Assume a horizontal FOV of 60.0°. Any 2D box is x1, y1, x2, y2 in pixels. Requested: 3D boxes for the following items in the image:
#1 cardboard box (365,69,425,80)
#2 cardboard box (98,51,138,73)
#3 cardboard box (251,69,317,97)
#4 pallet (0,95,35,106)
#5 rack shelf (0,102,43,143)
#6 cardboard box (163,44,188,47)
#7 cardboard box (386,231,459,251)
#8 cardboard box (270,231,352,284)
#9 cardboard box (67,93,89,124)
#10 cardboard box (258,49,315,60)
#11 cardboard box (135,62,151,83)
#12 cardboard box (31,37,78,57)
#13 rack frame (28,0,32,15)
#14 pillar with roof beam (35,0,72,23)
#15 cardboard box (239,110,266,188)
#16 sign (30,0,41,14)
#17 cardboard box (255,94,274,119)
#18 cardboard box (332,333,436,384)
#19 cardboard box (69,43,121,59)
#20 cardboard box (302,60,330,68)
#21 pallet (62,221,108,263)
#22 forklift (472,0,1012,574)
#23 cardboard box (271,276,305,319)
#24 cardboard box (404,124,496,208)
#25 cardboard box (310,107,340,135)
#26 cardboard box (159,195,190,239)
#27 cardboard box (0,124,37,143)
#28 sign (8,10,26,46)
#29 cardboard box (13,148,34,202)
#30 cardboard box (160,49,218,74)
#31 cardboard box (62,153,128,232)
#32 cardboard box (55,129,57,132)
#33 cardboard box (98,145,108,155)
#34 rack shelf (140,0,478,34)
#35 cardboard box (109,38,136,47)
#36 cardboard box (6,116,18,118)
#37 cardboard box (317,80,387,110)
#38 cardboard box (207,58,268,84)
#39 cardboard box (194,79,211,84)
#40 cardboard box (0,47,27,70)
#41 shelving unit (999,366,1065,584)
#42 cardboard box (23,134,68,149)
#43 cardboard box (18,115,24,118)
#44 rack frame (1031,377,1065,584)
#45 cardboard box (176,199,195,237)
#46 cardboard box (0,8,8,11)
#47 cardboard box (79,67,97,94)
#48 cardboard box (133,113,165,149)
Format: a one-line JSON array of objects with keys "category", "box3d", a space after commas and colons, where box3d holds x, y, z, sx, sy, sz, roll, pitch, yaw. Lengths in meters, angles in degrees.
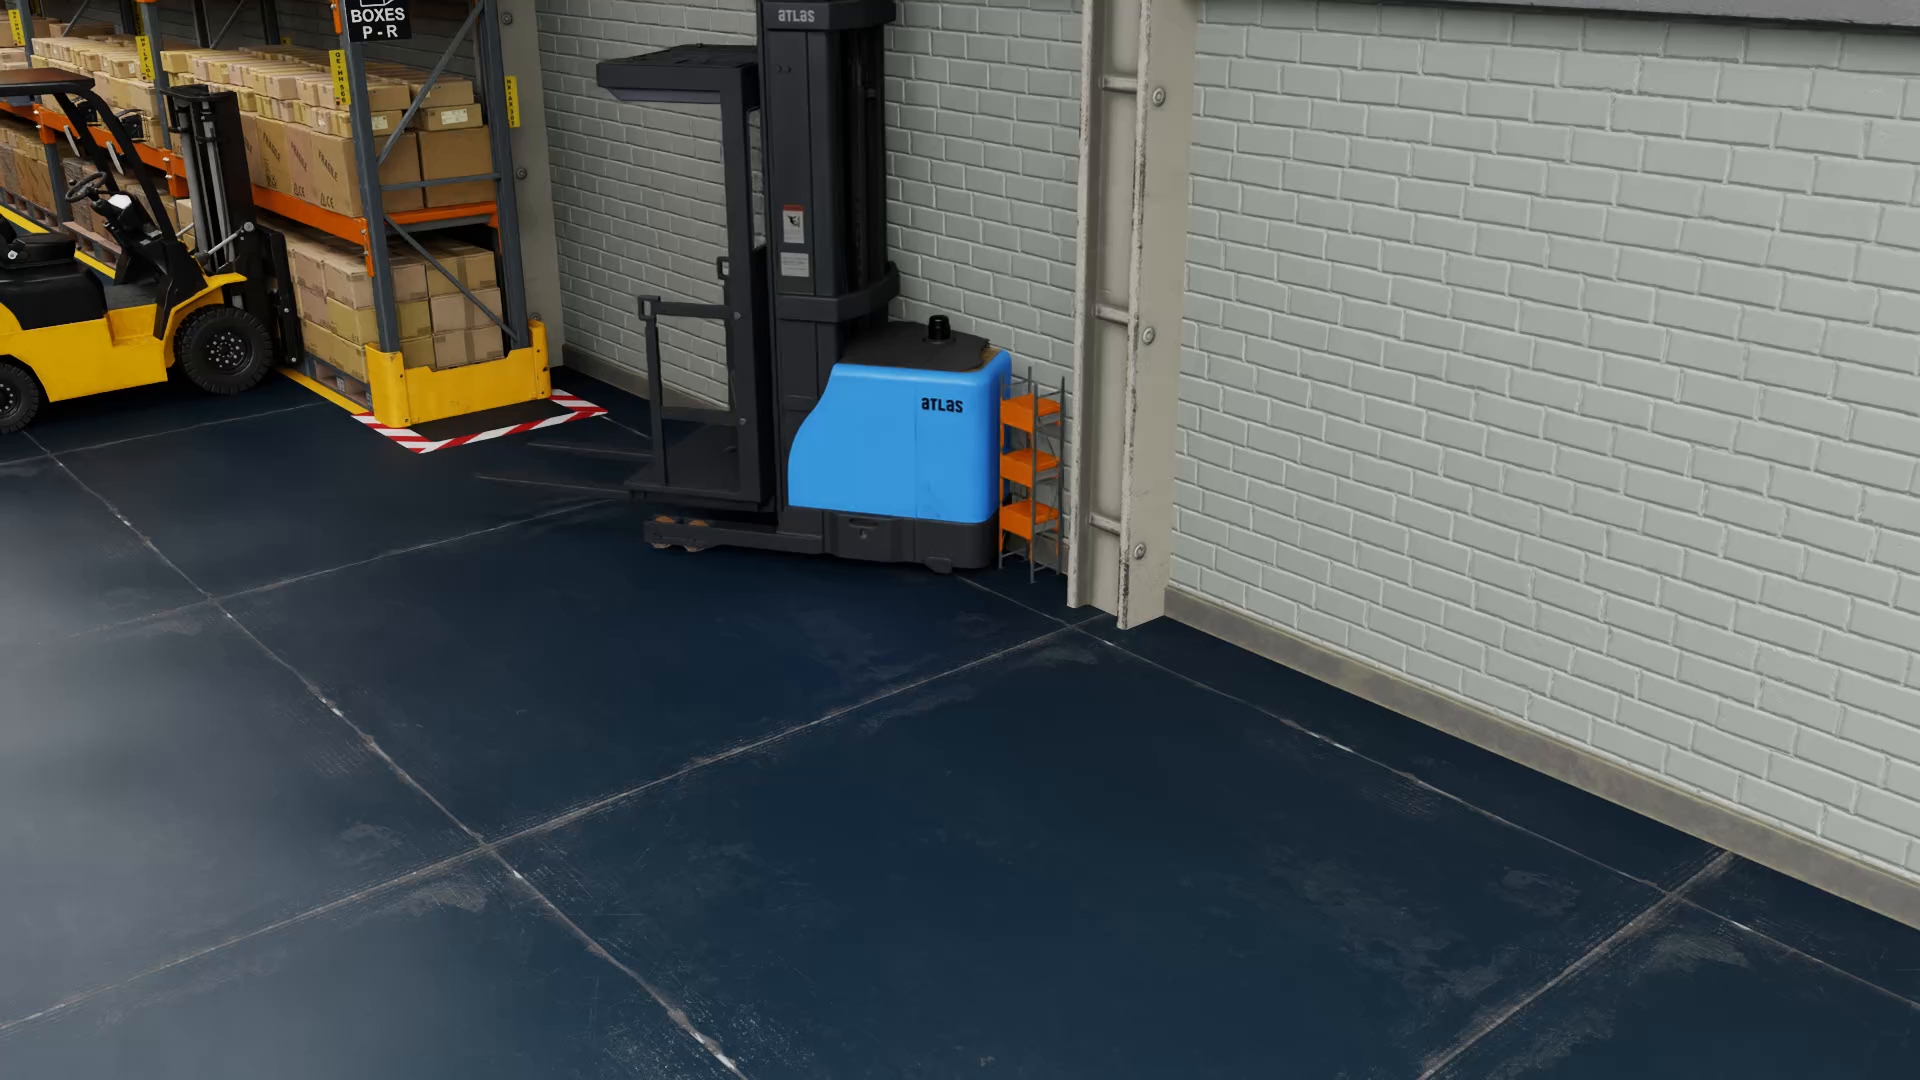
[{"category": "cardboard box", "box3d": [-3.913, -3.163, 11.513, 0.380, 0.149, 0.250, -17, 27, -37]}, {"category": "cardboard box", "box3d": [-7.236, -4.152, 14.446, 0.380, 0.149, 0.250, -17, 27, -37]}, {"category": "cardboard box", "box3d": [-4.680, -3.176, 11.544, 0.380, 0.149, 0.250, -17, 27, -36]}, {"category": "pallet", "box3d": [-9.095, -4.602, 16.885, 1.213, 0.211, 1.003, -17, 27, -37]}, {"category": "rack shelf", "box3d": [-9.905, -4.739, 17.956, 1.077, 0.370, 4.000, -17, 27, -37]}, {"category": "cardboard box", "box3d": [-7.217, -4.409, 15.100, 0.380, 0.149, 0.250, -16, 27, -36]}, {"category": "cardboard box", "box3d": [-3.877, -2.007, 11.818, 0.500, 0.250, 0.500, -17, 27, -37]}, {"category": "cardboard box", "box3d": [-4.589, -2.021, 11.855, 0.500, 0.250, 0.500, -17, 27, -37]}, {"category": "cardboard box", "box3d": [-7.829, -3.990, 15.263, 0.500, 0.250, 0.500, -19, 28, -39]}, {"category": "cardboard box", "box3d": [-5.236, -3.738, 12.980, 0.380, 0.149, 0.250, -18, 28, -38]}, {"category": "cardboard box", "box3d": [-6.562, -3.873, 13.733, 0.380, 0.149, 0.250, -18, 28, -38]}, {"category": "cardboard box", "box3d": [-8.614, -4.712, 15.874, 0.380, 0.149, 0.250, -16, 27, -36]}, {"category": "rack frame", "box3d": [-11.210, -5.626, 19.236, 1.000, 3.000, 0.127, -17, 27, -37]}, {"category": "pillar with roof beam", "box3d": [-14.243, -7.802, 16.564, 9.100, 9.000, 0.400, -17, 27, -37]}, {"category": "cardboard box", "box3d": [-4.900, -2.854, 12.021, 0.500, 0.500, 0.500, -17, 27, -37]}, {"category": "sign", "box3d": [-10.792, -6.299, 19.365, 0.100, 0.325, 0.005, -17, 27, -37]}, {"category": "cardboard box", "box3d": [-4.672, -3.037, 11.599, 0.380, 0.149, 0.250, -17, 27, -37]}, {"category": "cardboard box", "box3d": [-3.923, -1.281, 11.335, 0.500, 0.250, 0.500, -17, 27, -37]}, {"category": "cardboard box", "box3d": [-7.885, -4.442, 15.185, 0.380, 0.149, 0.250, -17, 27, -37]}, {"category": "cardboard box", "box3d": [-4.598, -3.448, 12.240, 0.380, 0.149, 0.250, -16, 27, -36]}, {"category": "pallet", "box3d": [-8.092, -2.986, 16.318, 1.003, 0.211, 1.213, -17, 27, -37]}, {"category": "forklift", "box3d": [-1.180, -1.478, 8.739, 3.031, 2.935, 1.130, 6, 22, 15]}, {"category": "cardboard box", "box3d": [-4.604, -1.798, 11.970, 0.500, 0.250, 0.500, -18, 28, -39]}, {"category": "cardboard box", "box3d": [-3.490, -2.560, 11.271, 0.500, 0.500, 0.500, -16, 27, -36]}, {"category": "cardboard box", "box3d": [-4.005, -2.752, 10.871, 0.380, 0.149, 0.250, -17, 27, -37]}, {"category": "cardboard box", "box3d": [-6.338, -2.647, 14.310, 0.875, 0.625, 0.625, -16, 26, -35]}, {"category": "cardboard box", "box3d": [-10.278, -4.452, 18.199, 0.380, 0.149, 0.250, -16, 27, -36]}, {"category": "sign", "box3d": [-9.004, -4.892, 15.881, 0.100, 0.325, 0.005, -17, 27, -37]}, {"category": "cardboard box", "box3d": [-9.701, -3.903, 17.688, 0.500, 0.500, 0.500, -16, 27, -35]}, {"category": "cardboard box", "box3d": [-6.005, -3.744, 12.997, 0.380, 0.149, 0.250, -17, 27, -36]}, {"category": "cardboard box", "box3d": [-8.203, -3.435, 16.323, 0.875, 0.625, 0.625, -16, 27, -36]}, {"category": "cardboard box", "box3d": [-9.732, -4.502, 18.329, 0.380, 0.149, 0.250, -19, 28, -39]}, {"category": "cardboard box", "box3d": [-8.704, -4.073, 17.233, 0.380, 0.149, 0.250, -16, 26, -35]}, {"category": "rack shelf", "box3d": [-4.683, -3.925, 11.766, 1.077, 0.370, 4.000, -17, 27, -37]}, {"category": "cardboard box", "box3d": [-7.855, -4.696, 15.835, 0.380, 0.149, 0.250, -17, 27, -37]}, {"category": "cardboard box", "box3d": [-10.938, -4.739, 18.934, 0.380, 0.149, 0.250, -18, 28, -39]}, {"category": "cardboard box", "box3d": [-3.955, -2.908, 10.860, 0.380, 0.149, 0.250, -17, 27, -37]}, {"category": "cardboard box", "box3d": [-5.313, -3.465, 12.282, 0.380, 0.149, 0.250, -18, 28, -38]}, {"category": "cardboard box", "box3d": [-5.513, -3.392, 12.504, 0.380, 0.149, 0.250, -17, 27, -36]}, {"category": "cardboard box", "box3d": [-9.533, -4.861, 16.913, 0.500, 0.250, 0.500, -19, 28, -40]}, {"category": "shelving unit", "box3d": [0.357, -0.322, 8.367, 0.215, 1.050, 0.252, -17, 27, -37]}, {"category": "cardboard box", "box3d": [-9.592, -4.166, 17.470, 0.380, 0.149, 0.250, -16, 27, -36]}, {"category": "cardboard box", "box3d": [-10.752, -4.927, 19.413, 0.380, 0.149, 0.250, -19, 28, -39]}, {"category": "rack frame", "box3d": [0.436, -0.288, 8.281, 0.200, 1.050, 0.008, -17, 27, -37]}, {"category": "cardboard box", "box3d": [-5.910, -2.589, 13.303, 0.500, 0.250, 0.500, -18, 28, -38]}, {"category": "cardboard box", "box3d": [-11.064, -5.682, 18.664, 0.700, 0.500, 0.500, -17, 27, -36]}, {"category": "cardboard box", "box3d": [-7.488, -4.081, 14.810, 0.500, 0.250, 0.500, -17, 27, -37]}, {"category": "cardboard box", "box3d": [-6.516, -3.423, 13.817, 0.500, 0.250, 0.500, -17, 27, -36]}]
